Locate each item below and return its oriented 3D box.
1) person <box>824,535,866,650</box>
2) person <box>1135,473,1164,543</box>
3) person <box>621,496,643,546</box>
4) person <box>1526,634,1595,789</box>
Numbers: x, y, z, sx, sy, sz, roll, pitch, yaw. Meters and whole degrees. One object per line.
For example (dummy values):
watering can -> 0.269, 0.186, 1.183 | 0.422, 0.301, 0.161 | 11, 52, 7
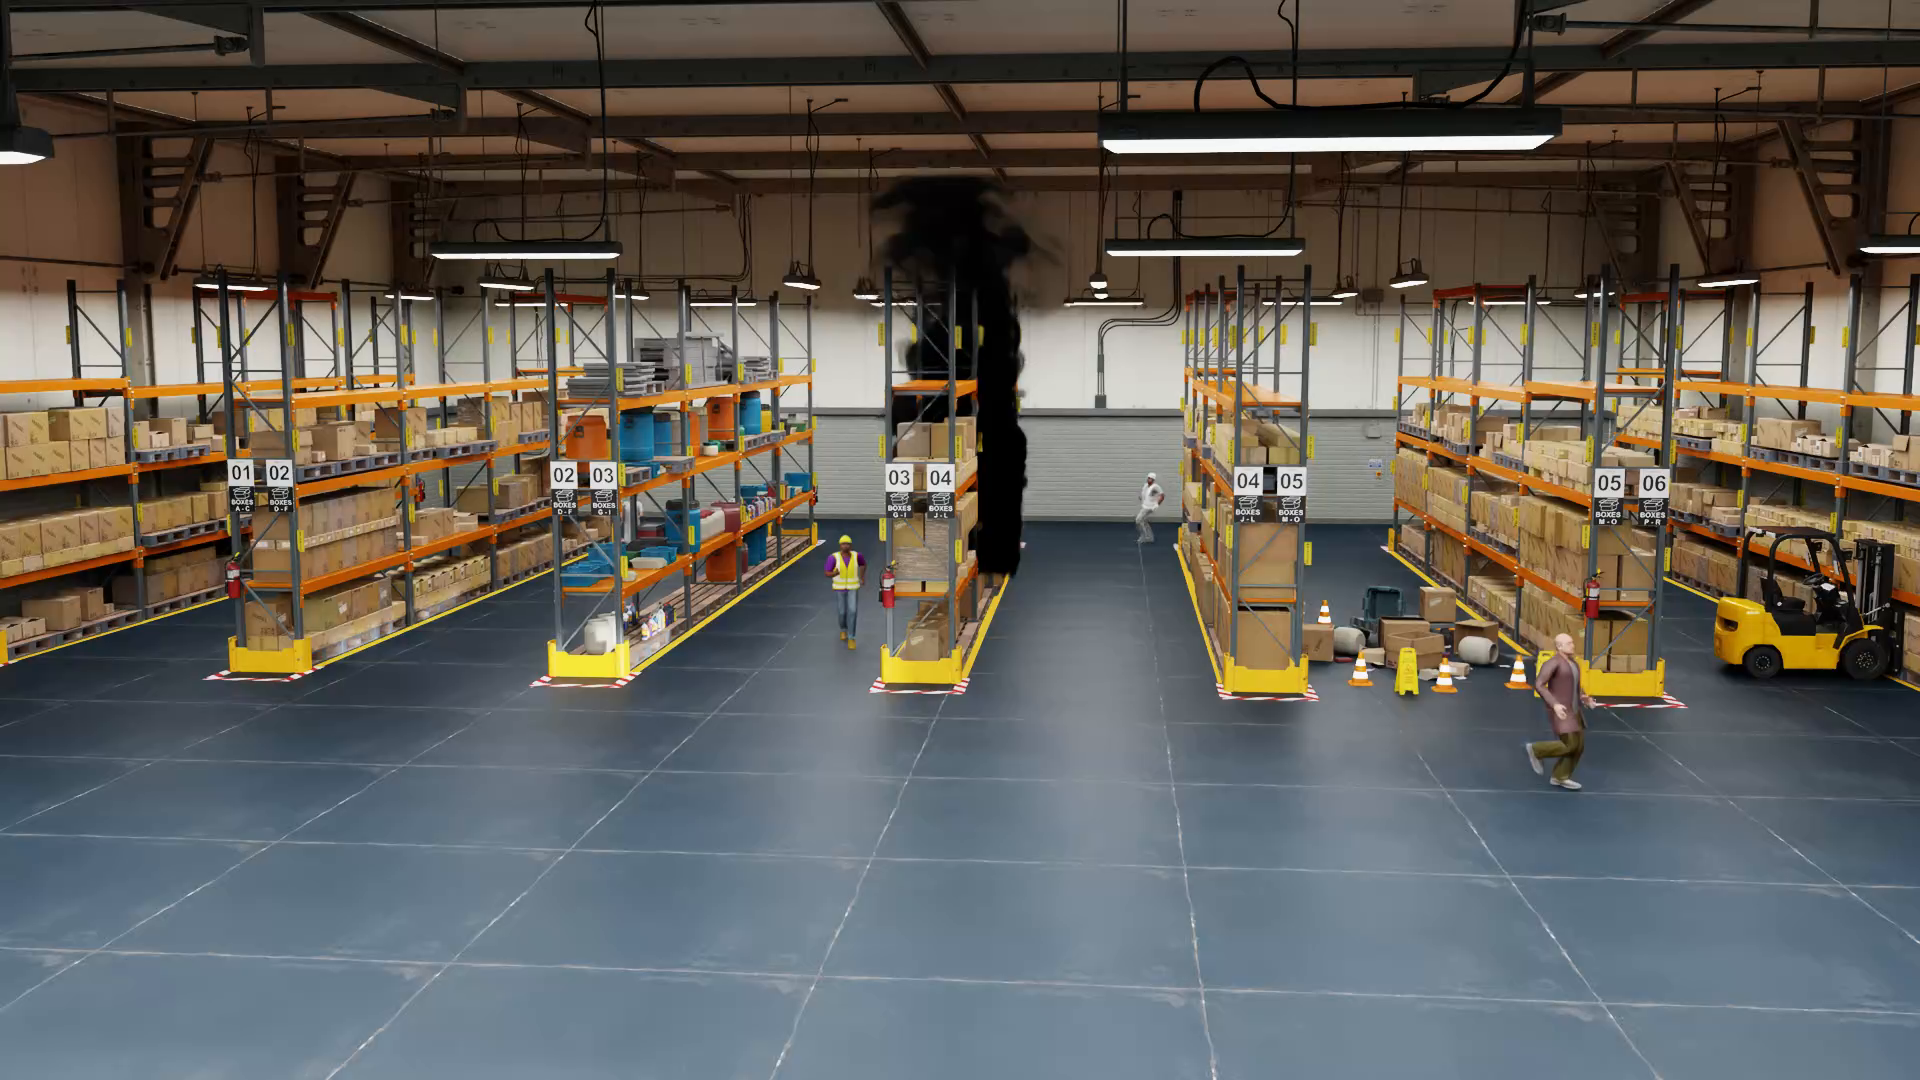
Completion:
person -> -1.852, 0.821, 26.914 | 0.683, 1.808, 0.844 | -1, 7, -5
person -> 4.589, -0.777, 40.617 | 0.639, 1.759, 0.691 | -1, 7, -9
person -> -7.266, -0.292, 36.771 | 0.537, 1.659, 0.660 | -1, 7, -7
person -> 6.706, 1.898, 18.569 | 0.724, 1.727, 0.643 | -6, 9, -40
